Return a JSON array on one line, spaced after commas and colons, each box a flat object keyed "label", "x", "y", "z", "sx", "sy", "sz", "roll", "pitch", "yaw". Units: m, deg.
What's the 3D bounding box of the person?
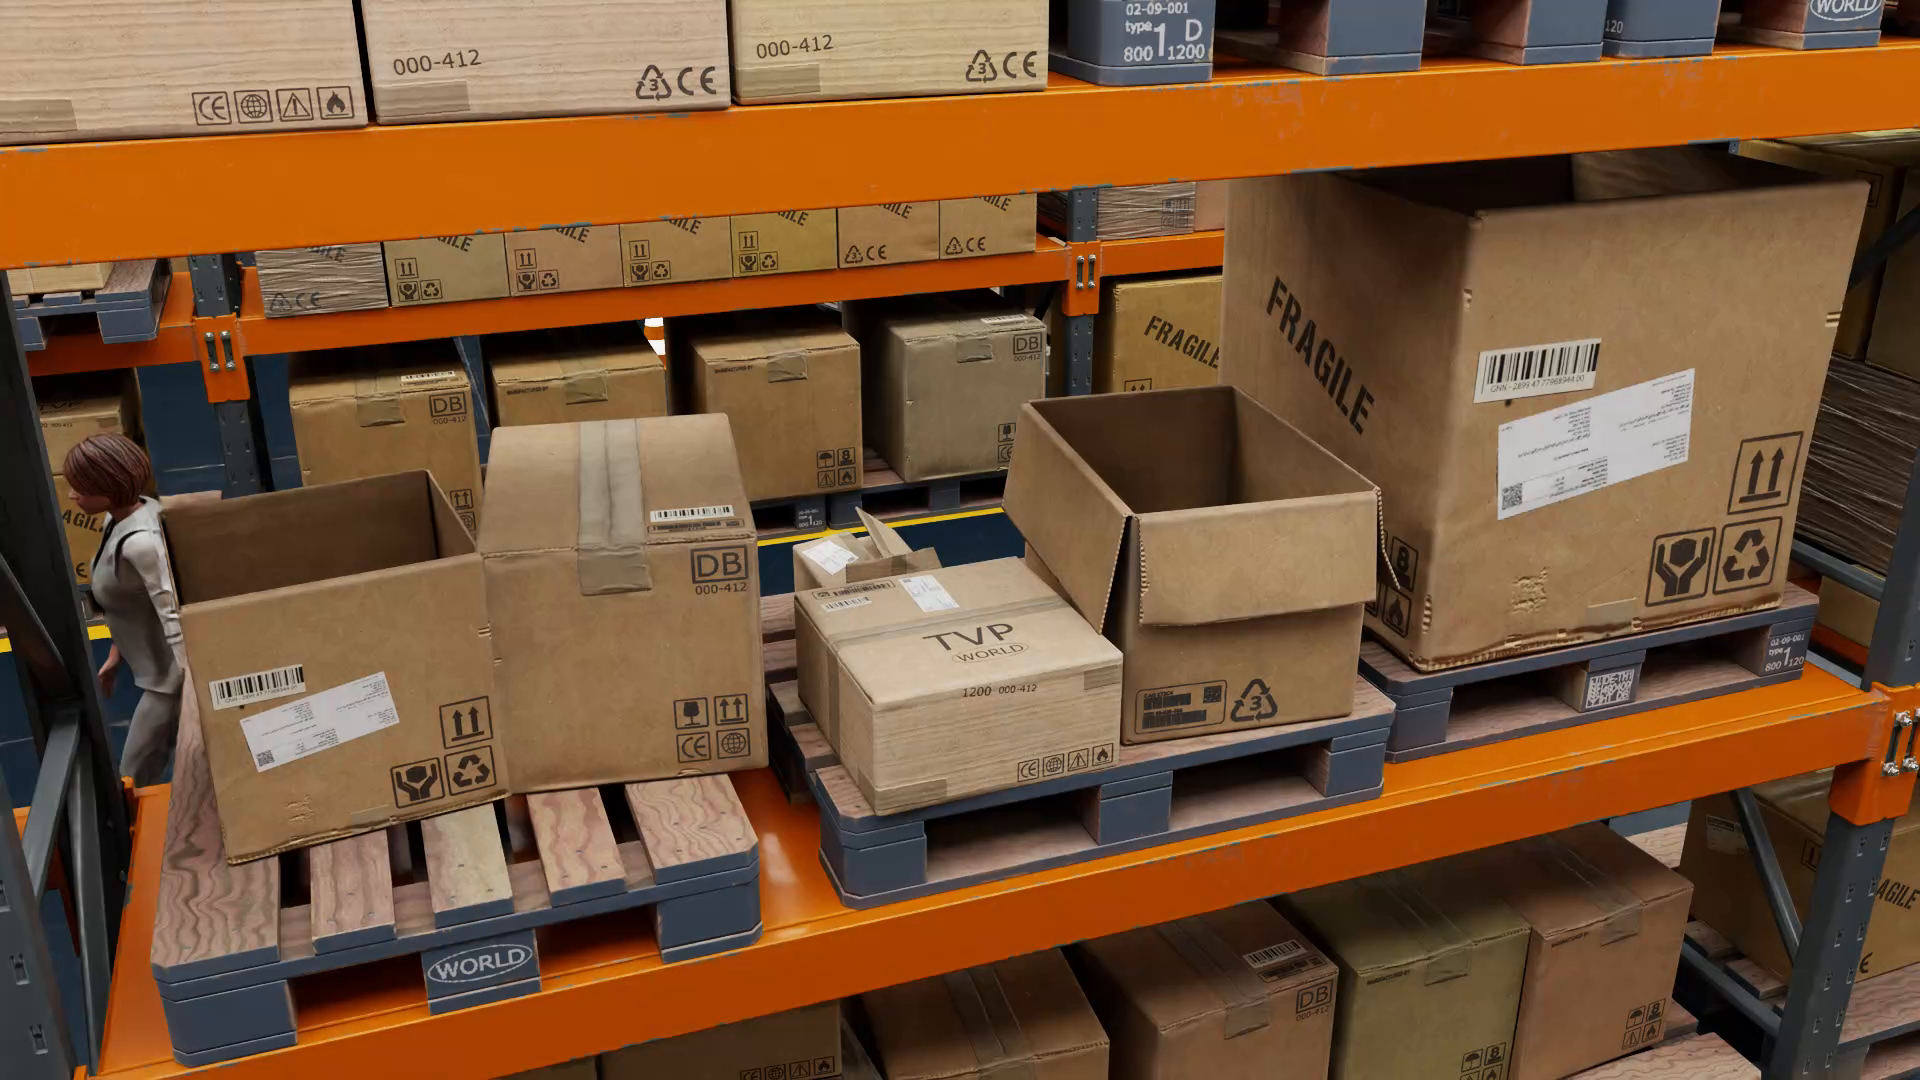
[{"label": "person", "x": -2.369, "y": 0.367, "z": 5.100, "sx": 0.609, "sy": 1.485, "sz": 0.419, "roll": -10, "pitch": 25, "yaw": -22}]
